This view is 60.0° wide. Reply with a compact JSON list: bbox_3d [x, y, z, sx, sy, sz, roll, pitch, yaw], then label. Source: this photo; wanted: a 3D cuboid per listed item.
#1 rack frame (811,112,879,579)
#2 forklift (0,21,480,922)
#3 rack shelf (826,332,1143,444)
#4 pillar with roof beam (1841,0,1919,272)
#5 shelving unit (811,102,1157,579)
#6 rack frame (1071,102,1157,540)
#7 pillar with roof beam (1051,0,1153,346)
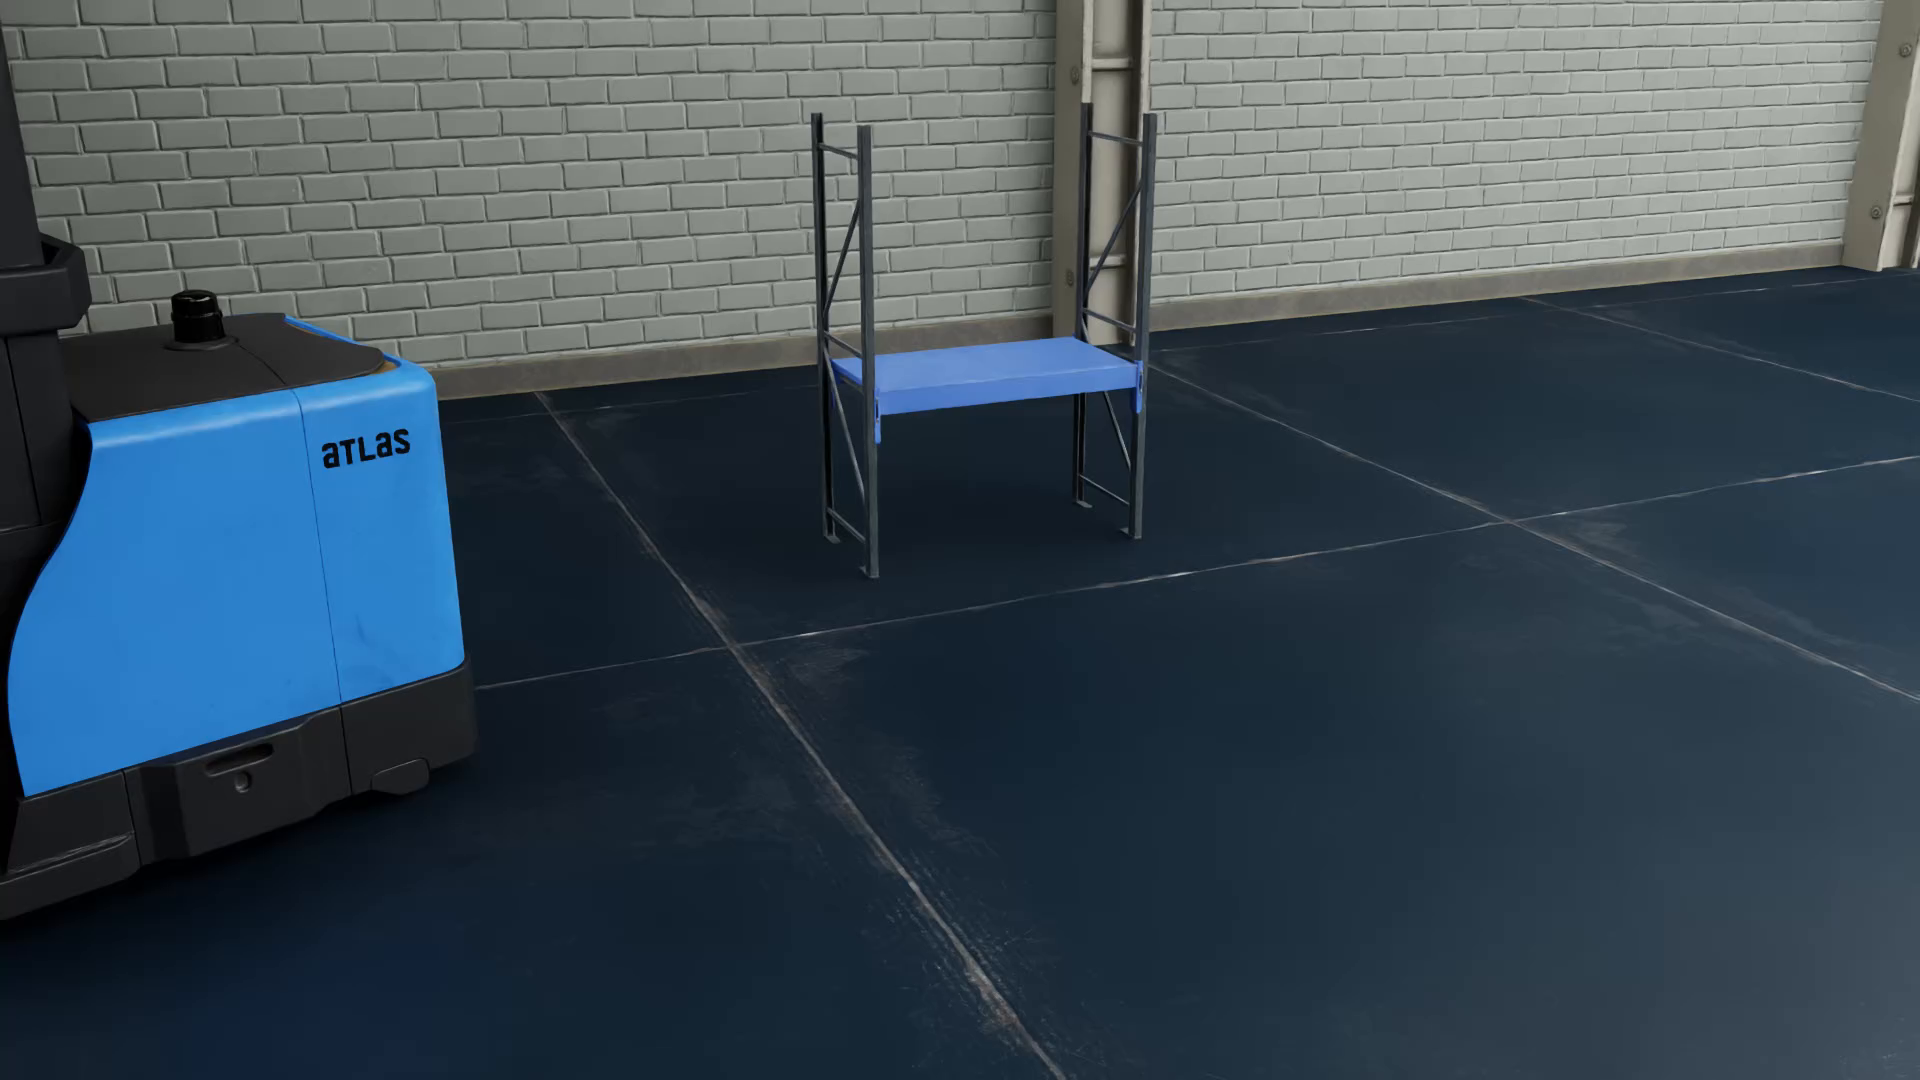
[{"bbox_3d":[-0.388,-0.652,5.615,0.032,1.500,0.500,-8,21,-22],"label":"rack frame"},{"bbox_3d":[-2.666,-0.564,3.210,3.031,2.935,1.130,-17,26,-40],"label":"forklift"},{"bbox_3d":[0.078,-0.549,5.865,1.000,0.185,0.538,-8,21,-22],"label":"rack shelf"},{"bbox_3d":[7.952,-4.800,6.104,0.400,9.000,9.100,-8,21,-22],"label":"pillar with roof beam"},{"bbox_3d":[0.078,-0.719,5.805,1.048,1.500,0.538,-8,21,-22],"label":"shelving unit"},{"bbox_3d":[0.545,-0.786,5.995,0.032,1.500,0.500,-8,21,-22],"label":"rack frame"},{"bbox_3d":[2.443,-4.010,3.862,0.400,9.000,9.100,-8,21,-22],"label":"pillar with roof beam"}]
